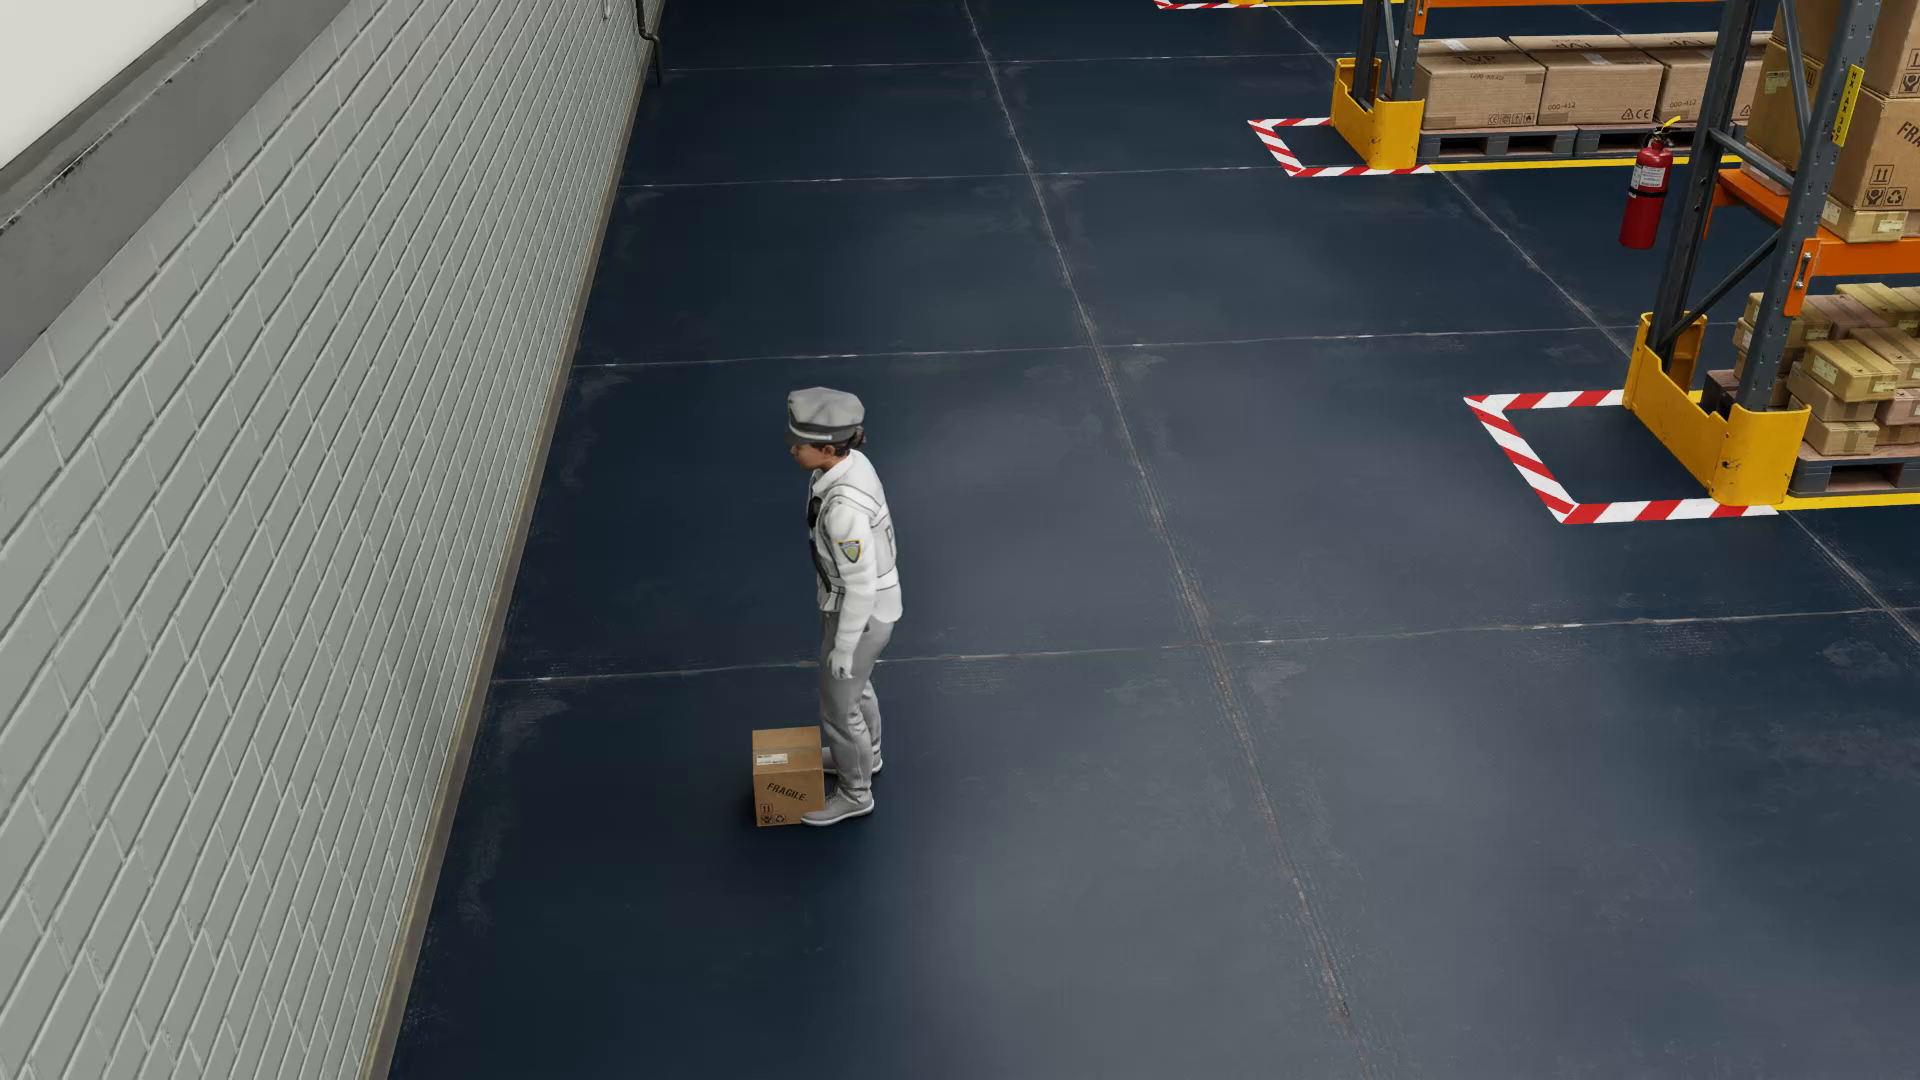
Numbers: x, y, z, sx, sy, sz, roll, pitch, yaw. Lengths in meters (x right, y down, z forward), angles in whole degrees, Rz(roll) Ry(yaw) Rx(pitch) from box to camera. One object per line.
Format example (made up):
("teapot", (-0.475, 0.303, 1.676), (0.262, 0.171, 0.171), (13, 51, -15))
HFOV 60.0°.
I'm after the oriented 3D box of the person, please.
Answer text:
("person", (-0.406, 0.247, 5.721), (0.406, 1.666, 0.544), (-4, 32, -7))
